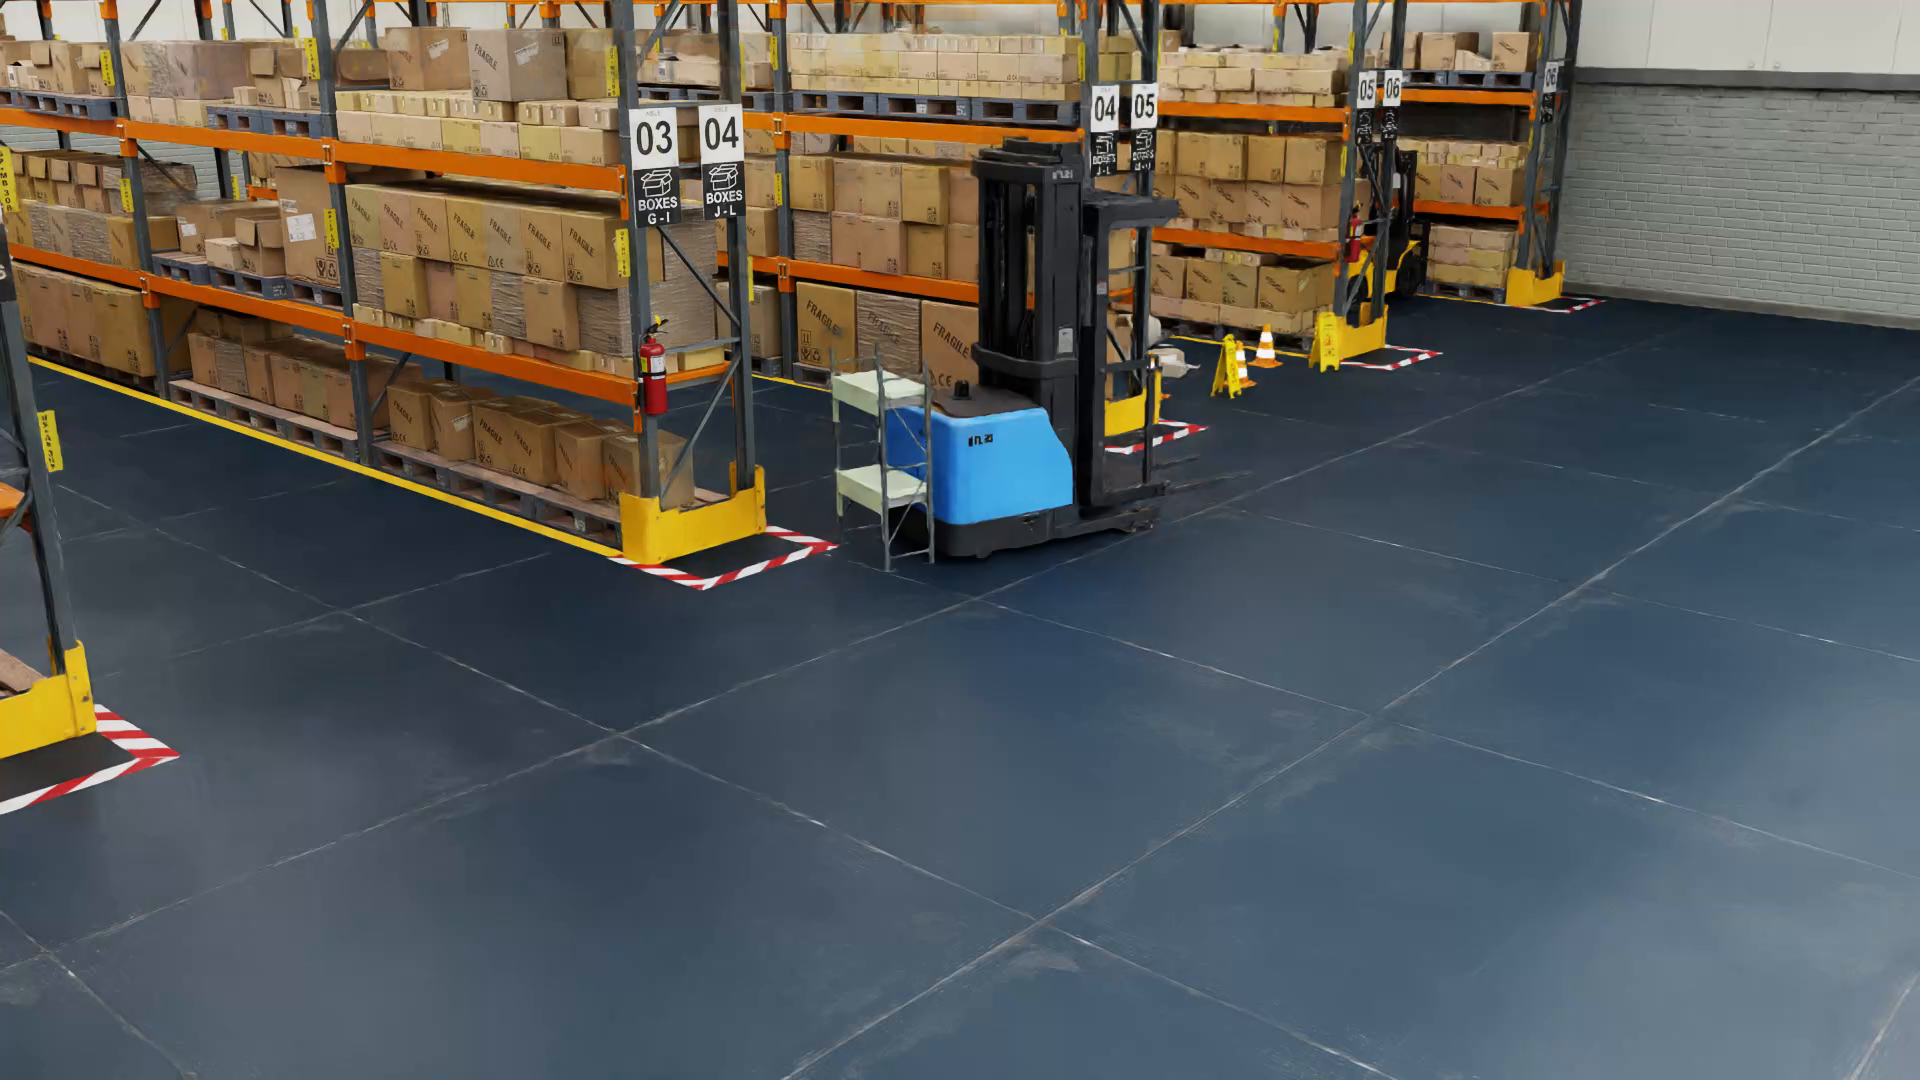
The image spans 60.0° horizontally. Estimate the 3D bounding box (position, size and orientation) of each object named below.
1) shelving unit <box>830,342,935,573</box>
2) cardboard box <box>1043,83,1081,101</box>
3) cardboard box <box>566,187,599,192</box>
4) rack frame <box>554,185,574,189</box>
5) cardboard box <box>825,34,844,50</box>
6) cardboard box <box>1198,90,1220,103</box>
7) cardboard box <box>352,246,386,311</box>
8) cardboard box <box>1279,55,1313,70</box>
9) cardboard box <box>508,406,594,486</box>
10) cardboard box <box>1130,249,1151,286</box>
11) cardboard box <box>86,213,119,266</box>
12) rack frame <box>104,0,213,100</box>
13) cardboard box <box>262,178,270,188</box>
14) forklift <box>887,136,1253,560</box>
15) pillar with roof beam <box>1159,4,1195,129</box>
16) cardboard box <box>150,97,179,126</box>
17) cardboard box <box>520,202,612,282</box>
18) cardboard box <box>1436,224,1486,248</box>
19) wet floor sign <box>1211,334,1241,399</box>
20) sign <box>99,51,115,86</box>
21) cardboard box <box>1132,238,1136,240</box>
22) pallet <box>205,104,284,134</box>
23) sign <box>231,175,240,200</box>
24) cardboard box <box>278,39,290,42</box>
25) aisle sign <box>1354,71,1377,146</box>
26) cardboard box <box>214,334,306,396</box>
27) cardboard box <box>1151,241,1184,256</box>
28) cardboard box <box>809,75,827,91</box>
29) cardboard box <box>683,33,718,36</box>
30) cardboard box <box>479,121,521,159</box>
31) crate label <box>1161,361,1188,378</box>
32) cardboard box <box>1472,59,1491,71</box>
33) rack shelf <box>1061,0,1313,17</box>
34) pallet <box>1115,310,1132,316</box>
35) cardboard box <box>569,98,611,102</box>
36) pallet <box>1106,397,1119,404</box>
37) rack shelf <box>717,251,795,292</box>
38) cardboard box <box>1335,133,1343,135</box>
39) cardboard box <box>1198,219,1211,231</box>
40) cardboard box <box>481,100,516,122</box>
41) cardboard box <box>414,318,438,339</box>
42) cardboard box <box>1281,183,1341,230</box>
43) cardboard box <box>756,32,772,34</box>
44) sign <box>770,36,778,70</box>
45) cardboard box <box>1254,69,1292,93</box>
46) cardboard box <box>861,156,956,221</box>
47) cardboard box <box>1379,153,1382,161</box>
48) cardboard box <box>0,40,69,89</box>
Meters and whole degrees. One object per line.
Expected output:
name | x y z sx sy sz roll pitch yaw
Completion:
shelving unit | -0.562 -0.608 12.030 0.431 1.500 0.755 -12 21 -29
cardboard box | 0.964 -4.039 14.977 0.250 0.149 0.380 15 23 39
cardboard box | -4.389 -3.994 20.072 0.500 0.500 0.500 15 23 40
rack frame | -4.546 -4.097 20.564 0.127 3.000 1.000 15 23 39
cardboard box | -1.126 -4.980 16.625 0.250 0.149 0.380 15 23 39
cardboard box | 3.017 -5.248 19.646 0.250 0.149 0.380 15 23 39
cardboard box | -4.626 -2.278 14.172 0.500 0.500 0.875 15 23 39
cardboard box | 3.829 -5.430 18.901 0.250 0.149 0.380 15 23 39
cardboard box | -3.311 -0.769 13.516 0.500 0.500 0.500 -16 23 -41
cardboard box | 2.327 -3.397 20.969 0.500 0.500 0.500 16 24 41
cardboard box | -8.816 -3.188 17.532 0.500 0.500 0.500 15 23 39
rack frame | -7.913 -5.855 16.184 0.127 3.000 1.000 15 23 39
cardboard box | -10.286 -5.403 25.093 0.250 0.149 0.380 16 24 41
forklift | 0.950 -1.575 12.729 3.031 2.935 1.130 -11 21 -31
pillar with roof beam | 0.672 -8.189 23.539 0.400 9.000 9.100 15 23 39
cardboard box | -7.347 -4.099 15.857 0.500 0.250 0.500 16 23 41
cardboard box | -2.883 -2.209 12.303 0.500 0.500 0.500 15 23 39
cardboard box | 7.003 -4.244 23.225 0.500 0.250 0.500 16 23 40
wet floor sign | 2.774 -1.811 17.252 0.232 0.644 0.267 11 20 30
sign | -8.288 -4.586 16.158 0.005 0.325 0.100 15 23 39
cardboard box | 2.908 -5.172 27.181 0.625 0.625 0.875 16 24 41
pallet | -6.090 -3.888 15.256 1.003 0.211 1.213 15 23 39
sign | -7.560 -3.634 17.322 0.005 0.325 0.100 15 23 39
cardboard box | -9.526 -7.096 23.817 0.250 0.149 0.380 16 24 41
aisle sign | 4.502 -4.792 18.456 0.004 0.787 0.394 15 23 39
cardboard box | -6.976 -1.775 16.652 0.500 0.500 0.700 13 22 35
cardboard box | 2.561 -3.616 20.587 0.250 0.149 0.380 17 24 42
cardboard box | -1.312 -4.651 16.904 0.250 0.149 0.380 15 23 39
cardboard box | -3.861 -7.476 25.391 0.500 0.500 0.500 15 23 38
cardboard box | -3.212 -2.991 12.368 0.500 0.250 0.500 16 23 40
crate label | 2.359 -1.886 18.328 0.298 0.136 0.250 4 18 11
cardboard box | 7.119 -6.411 22.450 0.250 0.149 0.380 14 22 38
rack shelf | 3.452 -8.286 25.694 4.000 0.370 1.077 15 23 39
pallet | 2.182 -2.979 21.648 1.213 0.211 1.003 15 23 39
cardboard box | -2.718 -3.262 12.563 0.250 0.149 0.380 15 23 39
pallet | 0.788 -1.305 16.375 1.213 0.211 1.003 15 23 39
rack shelf | -3.050 -3.353 19.407 4.000 0.370 1.077 15 23 39
cardboard box | 5.755 -5.951 24.676 0.250 0.149 0.380 15 23 39
cardboard box | 3.096 -3.850 20.199 0.250 0.149 0.380 15 23 39
cardboard box | -3.313 -3.186 12.321 0.250 0.149 0.380 14 22 37
cardboard box | -4.224 -1.757 13.604 0.250 0.149 0.380 15 23 39
cardboard box | 4.059 -3.868 19.182 0.500 0.500 0.500 15 23 38
cardboard box | -3.494 -9.454 31.412 0.500 0.250 0.500 15 23 39
sign | -1.907 -4.996 17.061 0.005 0.325 0.100 15 23 39
cardboard box | 3.720 -5.278 19.080 0.500 0.250 0.500 15 23 39
cardboard box | -0.499 -3.575 16.885 0.550 0.550 0.875 15 23 39
cardboard box | 6.155 -5.477 23.672 0.250 0.149 0.380 14 23 38
cardboard box | -10.465 -5.362 18.730 0.500 0.500 0.700 16 23 41
